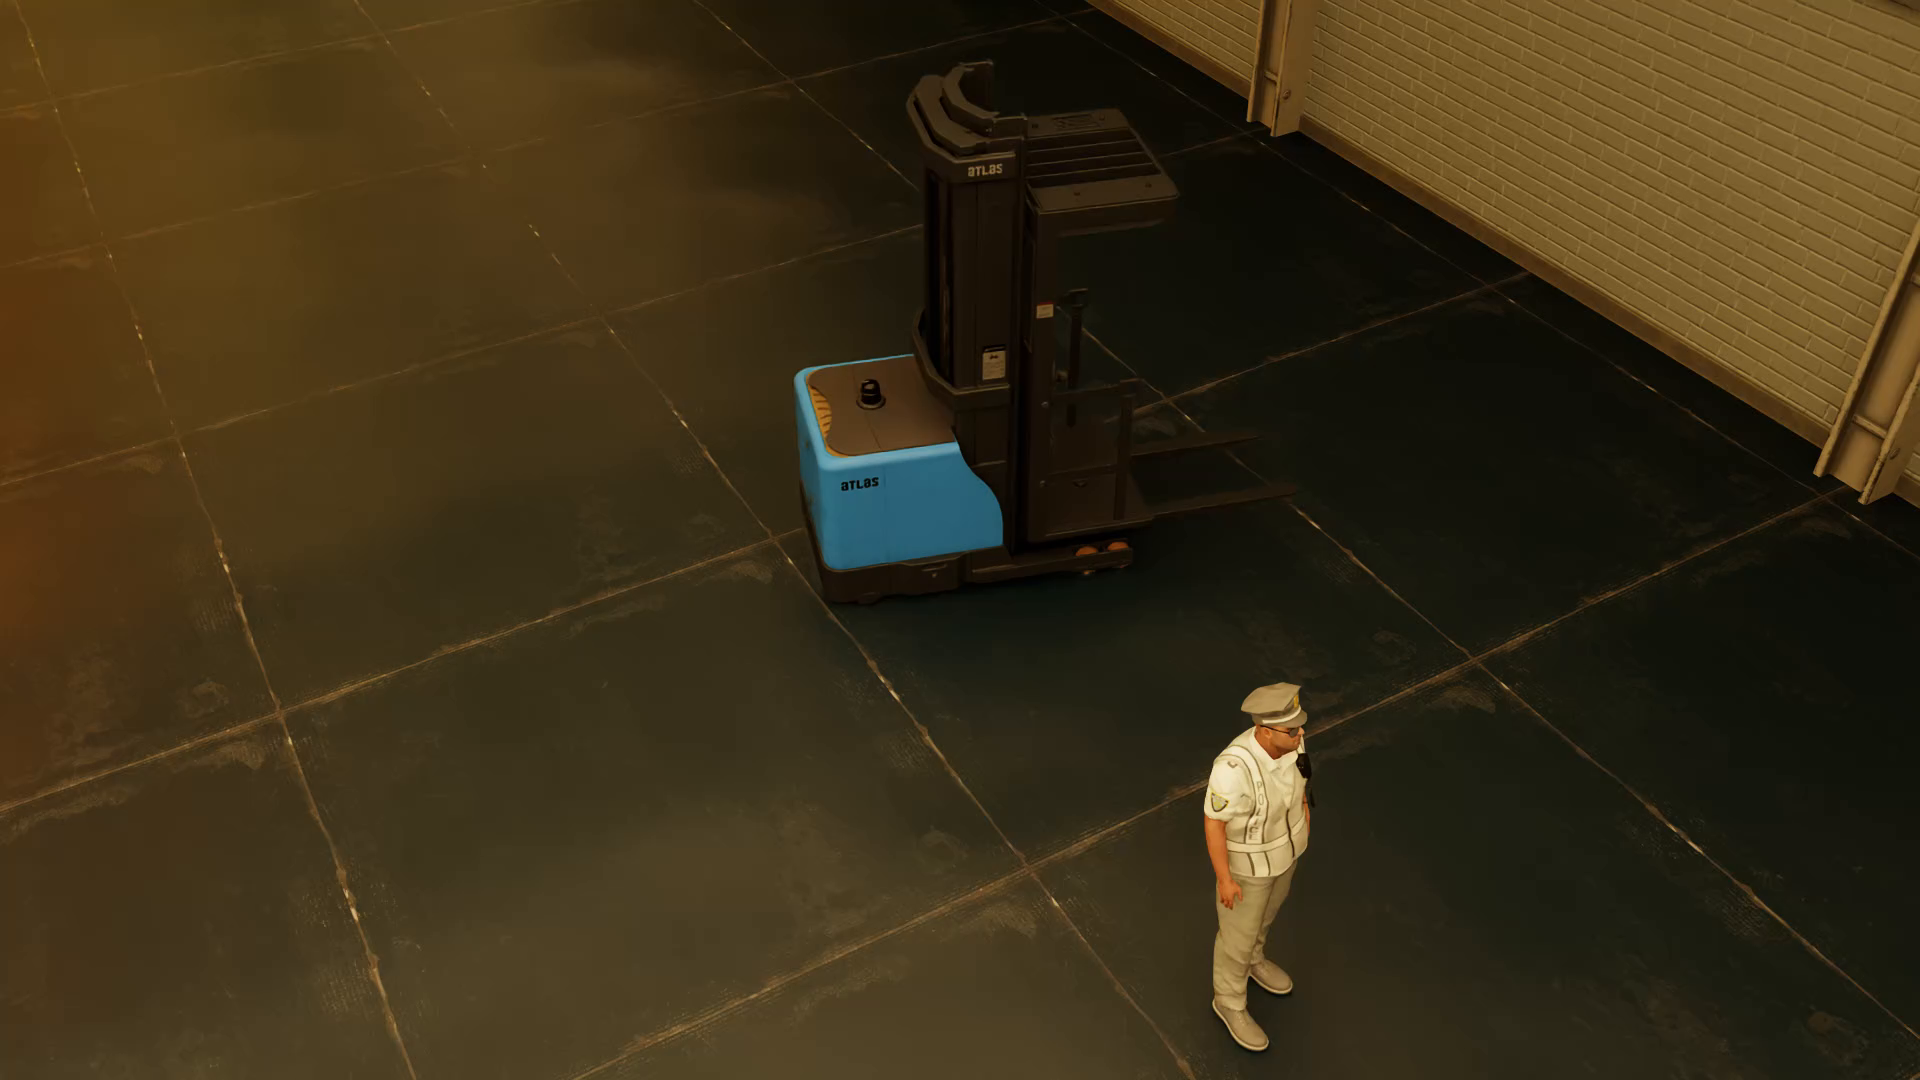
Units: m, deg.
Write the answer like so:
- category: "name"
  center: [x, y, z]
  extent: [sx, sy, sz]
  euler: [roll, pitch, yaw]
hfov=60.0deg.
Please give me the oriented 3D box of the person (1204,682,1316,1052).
- category: "person"
  center: [1.365, 1.383, 7.258]
  extent: [0.639, 1.779, 0.575]
  euler: [-32, 49, -33]

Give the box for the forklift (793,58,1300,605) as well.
- category: "forklift"
  center: [0.571, -1.244, 9.536]
  extent: [3.031, 2.935, 1.130]
  euler: [-9, 40, -10]
